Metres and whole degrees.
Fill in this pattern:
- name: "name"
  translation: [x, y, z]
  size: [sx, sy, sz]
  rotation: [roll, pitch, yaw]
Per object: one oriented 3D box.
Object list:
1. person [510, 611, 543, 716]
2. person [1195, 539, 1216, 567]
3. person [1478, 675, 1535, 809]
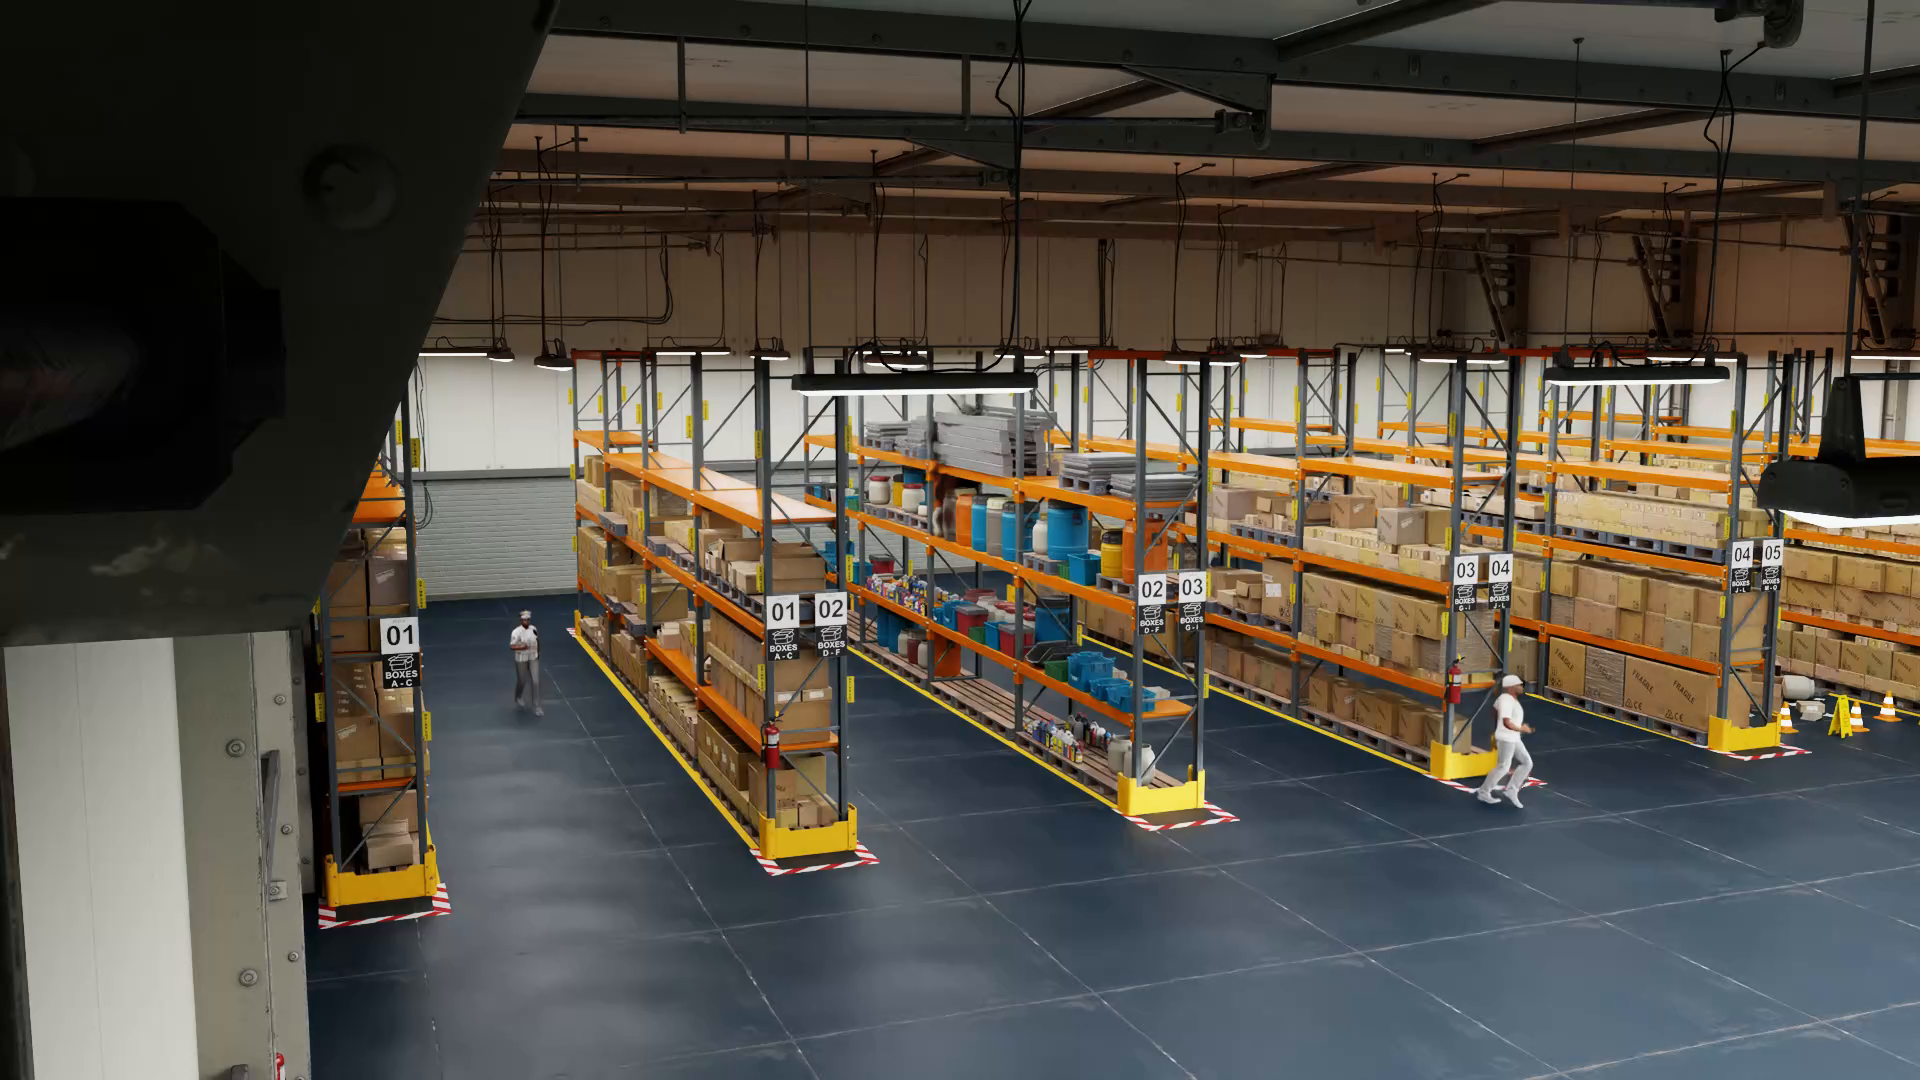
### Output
- name: "person"
  translation: [-7.237, 2.027, 27.760]
  size: [0.570, 1.718, 0.871]
  rotation: [-5, 8, -33]
- name: "person"
  translation: [6.231, 0.262, 41.882]
  size: [0.691, 1.785, 0.639]
  rotation: [-5, 9, -36]
- name: "person"
  translation: [7.362, 2.696, 22.341]
  size: [0.689, 1.780, 0.733]
  rotation: [3, 8, 25]
